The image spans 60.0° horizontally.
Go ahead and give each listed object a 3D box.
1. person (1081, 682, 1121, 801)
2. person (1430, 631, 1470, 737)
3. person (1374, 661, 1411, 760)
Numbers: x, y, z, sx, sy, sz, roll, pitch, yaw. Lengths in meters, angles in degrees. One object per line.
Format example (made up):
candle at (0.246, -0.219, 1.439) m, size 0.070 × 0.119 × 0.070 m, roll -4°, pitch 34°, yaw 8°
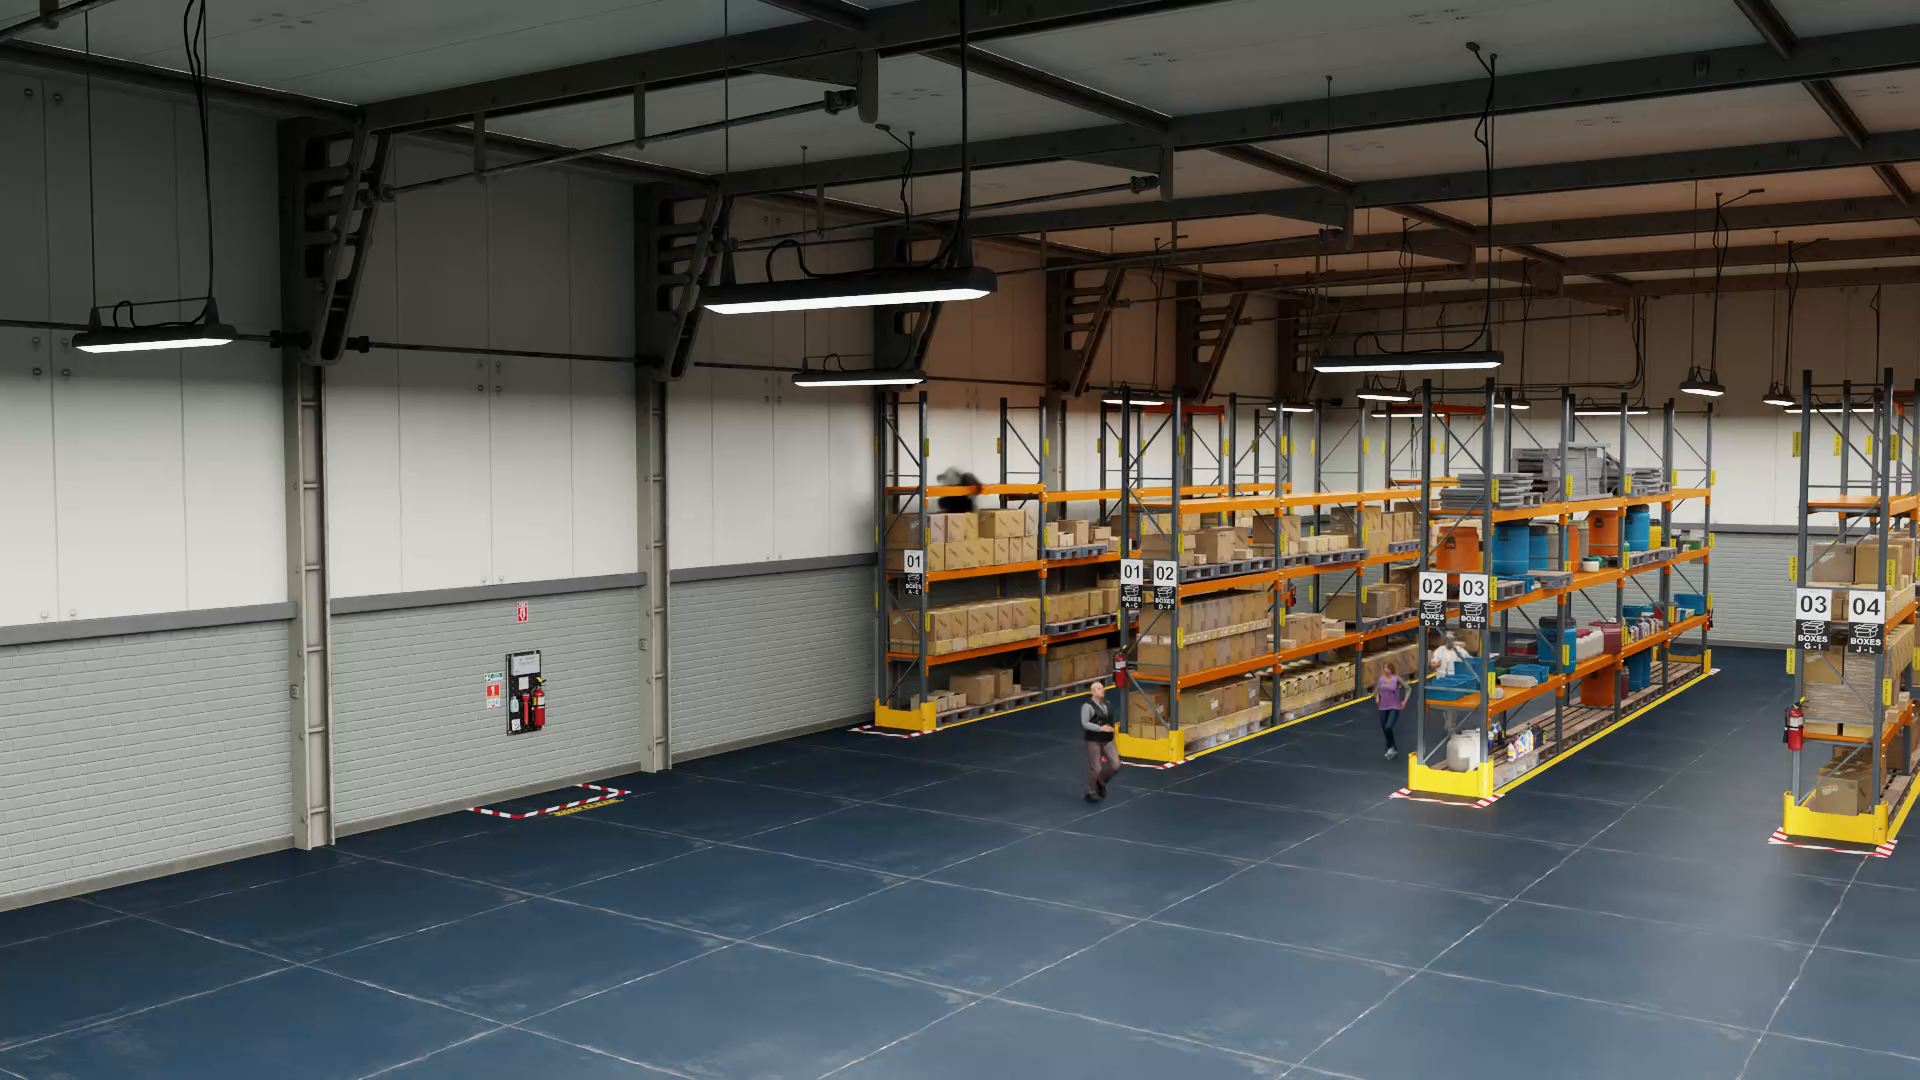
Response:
person at (1.992, 2.846, 23.436) m, size 0.631 × 1.681 × 0.624 m, roll -2°, pitch 4°, yaw -33°
person at (8.551, 2.502, 29.077) m, size 0.642 × 1.835 × 0.737 m, roll 2°, pitch 4°, yaw 30°
person at (6.898, 2.730, 26.691) m, size 0.546 × 1.564 × 0.635 m, roll 3°, pitch 4°, yaw 39°
